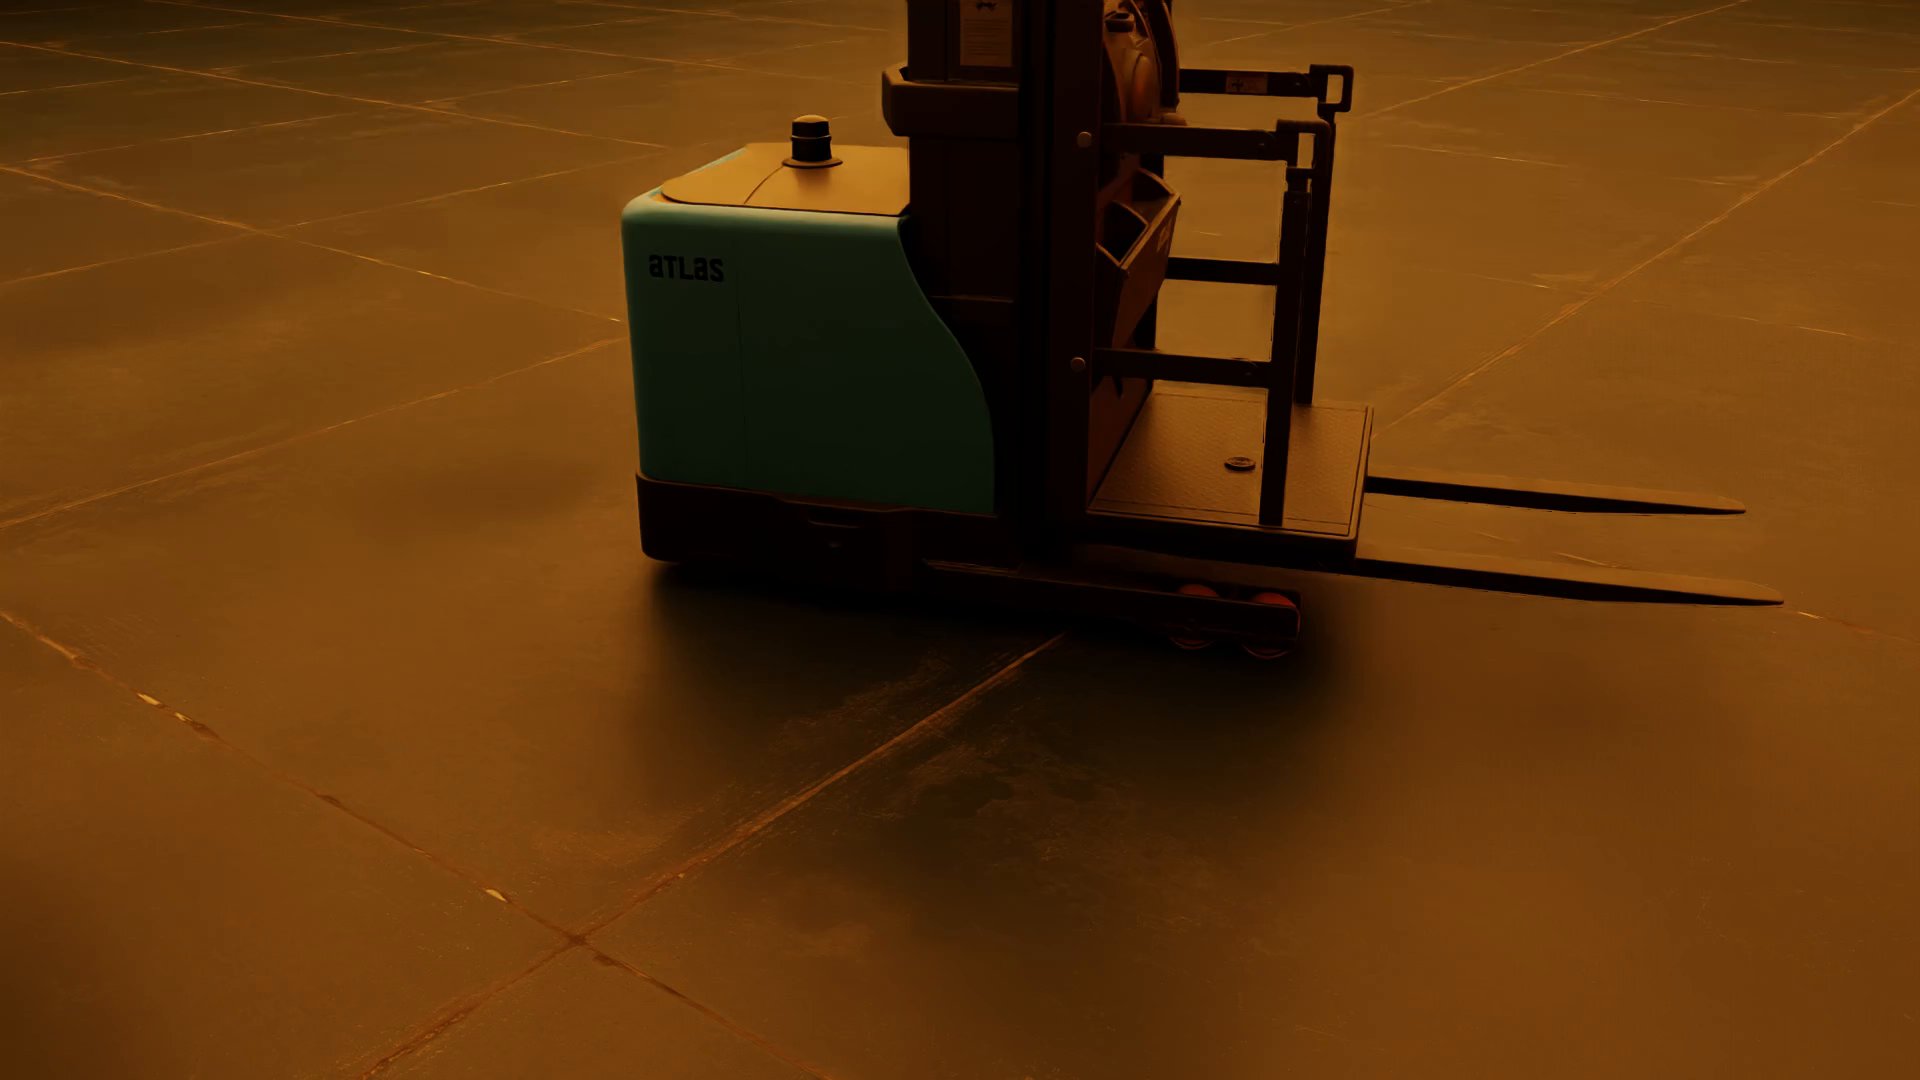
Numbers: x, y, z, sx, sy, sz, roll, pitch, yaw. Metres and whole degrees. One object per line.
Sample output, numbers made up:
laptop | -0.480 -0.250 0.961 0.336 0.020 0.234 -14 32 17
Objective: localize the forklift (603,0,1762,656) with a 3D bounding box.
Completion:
forklift | 0.611 -1.278 4.278 3.031 2.935 1.130 6 24 14
